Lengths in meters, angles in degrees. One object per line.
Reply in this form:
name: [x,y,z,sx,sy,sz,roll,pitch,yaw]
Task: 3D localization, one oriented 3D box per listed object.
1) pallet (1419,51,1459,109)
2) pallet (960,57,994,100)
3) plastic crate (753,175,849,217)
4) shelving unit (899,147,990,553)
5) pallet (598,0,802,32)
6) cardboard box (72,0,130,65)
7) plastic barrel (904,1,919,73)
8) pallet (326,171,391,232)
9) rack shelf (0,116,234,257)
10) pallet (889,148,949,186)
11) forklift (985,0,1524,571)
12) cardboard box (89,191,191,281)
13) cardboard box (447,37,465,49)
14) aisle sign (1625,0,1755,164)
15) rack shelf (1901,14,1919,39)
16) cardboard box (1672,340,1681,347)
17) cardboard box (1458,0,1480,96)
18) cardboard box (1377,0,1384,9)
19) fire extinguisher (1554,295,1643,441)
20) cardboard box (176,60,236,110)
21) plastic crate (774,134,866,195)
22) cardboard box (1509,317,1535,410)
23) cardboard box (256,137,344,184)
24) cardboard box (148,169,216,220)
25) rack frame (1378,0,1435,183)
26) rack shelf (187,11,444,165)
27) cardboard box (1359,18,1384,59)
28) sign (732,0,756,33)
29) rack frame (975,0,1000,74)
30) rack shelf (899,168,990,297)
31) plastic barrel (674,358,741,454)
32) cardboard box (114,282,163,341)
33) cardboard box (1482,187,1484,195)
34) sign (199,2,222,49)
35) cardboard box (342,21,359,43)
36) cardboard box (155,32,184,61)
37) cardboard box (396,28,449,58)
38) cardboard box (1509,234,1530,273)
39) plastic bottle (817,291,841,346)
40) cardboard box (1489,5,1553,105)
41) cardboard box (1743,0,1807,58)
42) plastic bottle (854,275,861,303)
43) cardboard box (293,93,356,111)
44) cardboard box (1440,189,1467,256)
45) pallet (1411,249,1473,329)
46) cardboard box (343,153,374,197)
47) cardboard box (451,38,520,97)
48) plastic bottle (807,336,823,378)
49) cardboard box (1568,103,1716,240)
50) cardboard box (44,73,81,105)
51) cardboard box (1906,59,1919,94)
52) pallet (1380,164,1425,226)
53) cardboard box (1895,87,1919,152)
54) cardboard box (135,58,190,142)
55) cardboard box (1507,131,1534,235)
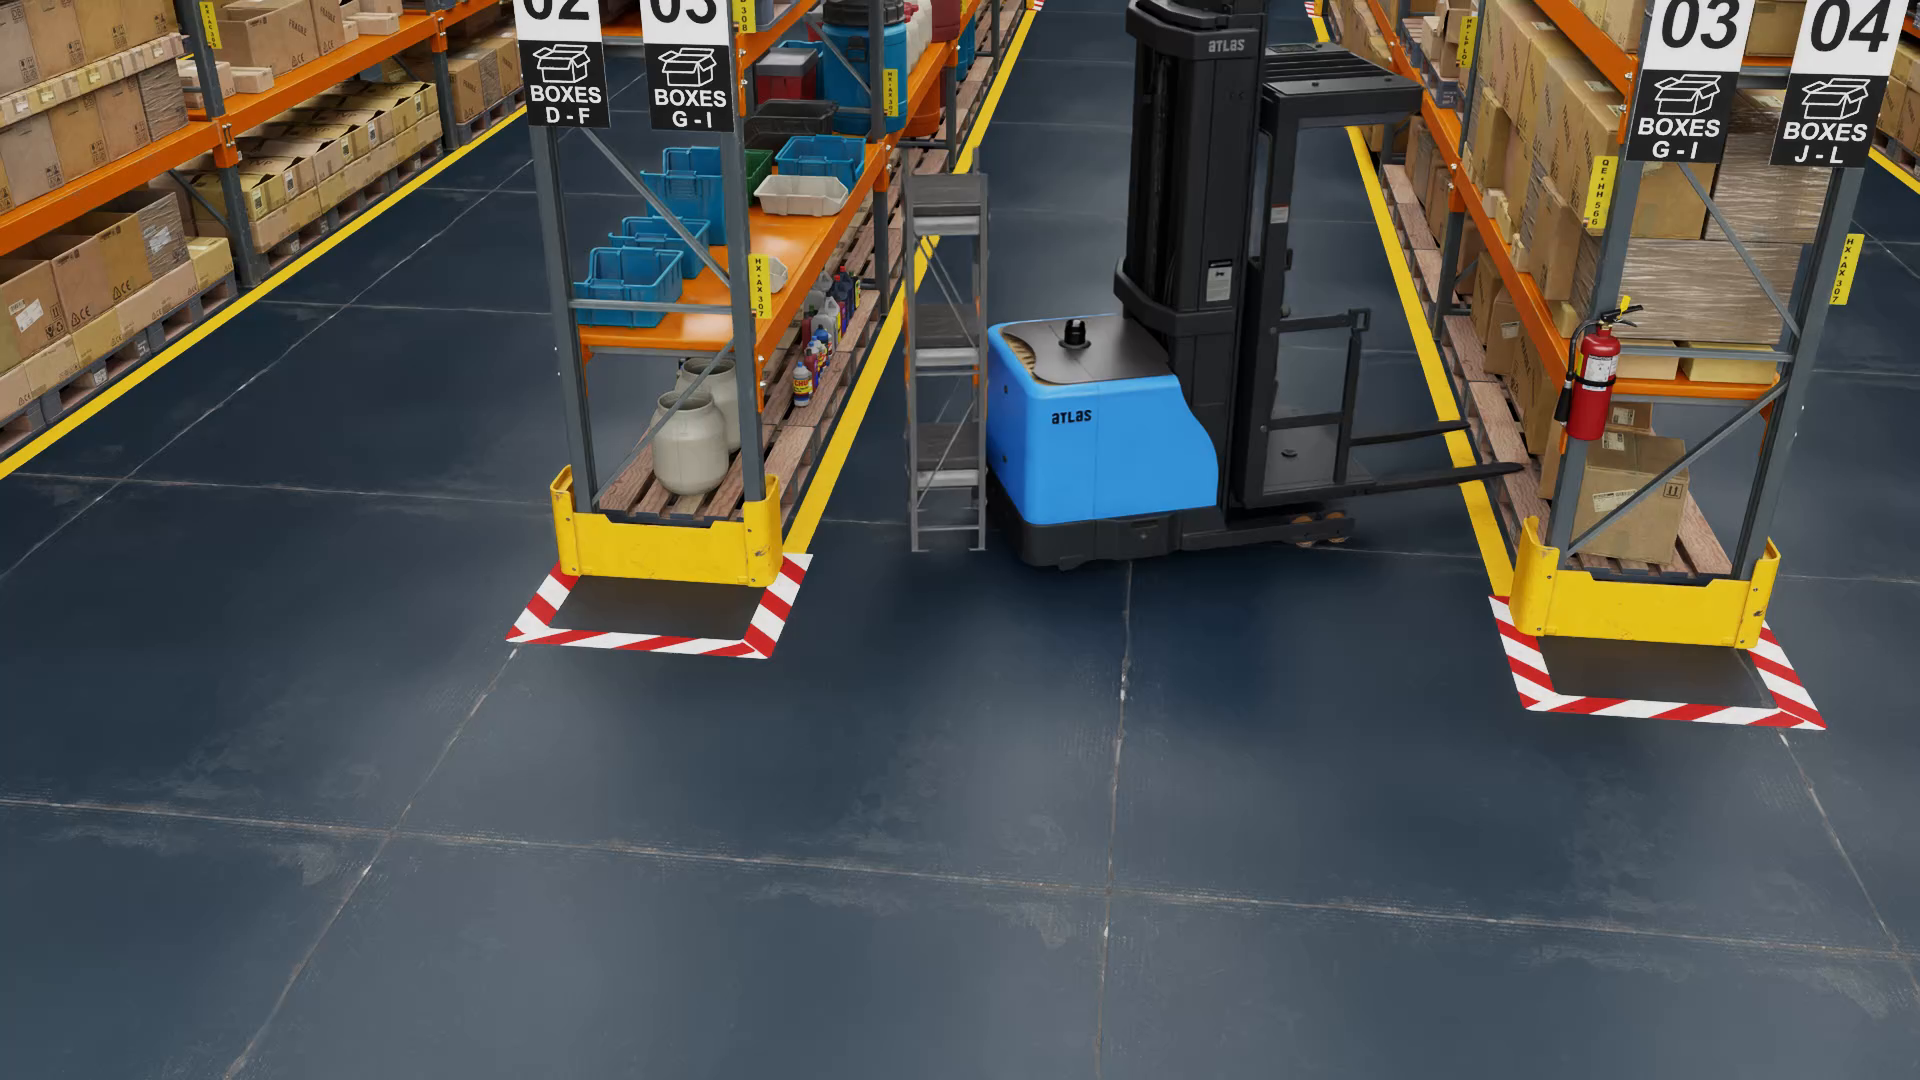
pallet: [4.177,-3.604,12.978,1.003,0.211,1.213,3,28,6]
pallet: [-0.182,-5.204,18.688,1.003,0.211,1.213,3,28,6]
plastic crate: [-0.974,-2.132,10.323,0.530,0.136,0.437,3,28,6]
shelving unit: [-0.082,-0.978,8.851,0.431,2.100,0.503,-2,28,-4]
pallet: [-1.318,-2.765,8.257,1.003,0.211,1.213,3,28,6]
cardboard box: [-6.051,-3.485,11.082,0.700,0.500,0.500,3,28,6]
plastic barrel: [-0.549,-4.074,13.505,0.433,0.535,0.433,0,28,0]
pallet: [-5.744,-3.014,14.622,1.003,0.211,1.213,3,28,6]
rack shelf: [-6.187,-2.059,10.667,1.077,0.370,4.000,3,28,6]
pallet: [-0.670,-3.320,15.190,1.003,0.211,1.213,3,28,6]
forklift: [1.694,-1.489,8.924,3.031,2.935,1.130,-7,29,-12]
cardboard box: [-5.855,-2.156,11.754,0.500,0.500,0.500,3,28,6]
cardboard box: [-5.507,-4.990,17.522,0.500,0.500,0.500,2,28,4]
aisle sign: [3.094,-1.989,7.039,0.394,0.787,0.004,3,28,6]
rack shelf: [9.534,-4.911,15.962,1.077,0.370,4.000,3,28,6]
cardboard box: [3.720,-0.983,8.176,0.380,0.149,0.250,3,28,6]
cardboard box: [4.125,-3.554,11.609,1.000,1.000,1.000,4,29,7]
cardboard box: [4.321,-5.392,15.990,0.500,0.500,0.500,2,28,5]
fire extinguisher: [2.928,-0.795,7.645,0.296,0.674,0.183,3,28,6]
cardboard box: [-5.925,-3.485,12.714,0.500,0.250,0.500,5,29,9]
plastic crate: [-0.893,-2.425,10.745,0.499,0.251,0.616,3,28,6]
cardboard box: [3.740,-1.071,10.268,0.500,0.500,0.500,1,28,2]
cardboard box: [-5.516,-3.197,13.887,0.500,0.311,0.500,2,28,5]
cardboard box: [-6.177,-2.745,13.048,0.500,0.311,0.500,3,28,6]
rack frame: [4.379,-4.622,14.667,1.000,3.000,0.127,3,28,6]
rack shelf: [-5.697,-3.941,14.162,1.077,0.370,4.000,3,28,6]
cardboard box: [4.601,-4.614,16.450,1.225,0.875,0.875,3,29,6]
sign: [-0.971,-2.435,7.435,0.100,0.325,0.005,3,28,6]
rack frame: [-0.046,-6.793,18.696,1.000,3.000,0.127,3,28,6]
rack shelf: [-0.082,-1.582,8.525,0.431,0.518,0.480,-2,28,-4]
plastic barrel: [-1.451,-0.784,9.723,0.421,0.512,0.421,0,28,0]
cardboard box: [-5.900,-1.589,11.493,0.500,0.250,0.500,3,28,6]
cardboard box: [3.496,-2.191,10.418,0.380,0.149,0.250,3,28,6]
sign: [-5.391,-3.701,11.961,0.100,0.325,0.005,3,28,6]
cardboard box: [-5.552,-4.485,14.678,0.380,0.149,0.250,5,29,10]
cardboard box: [-5.763,-3.506,11.806,0.380,0.149,0.250,3,28,6]
cardboard box: [-5.568,-5.104,16.942,0.500,0.250,0.500,4,29,8]
cardboard box: [3.309,-1.604,9.330,0.380,0.149,0.250,3,28,6]
plastic bottle: [-0.883,-1.492,11.187,0.144,0.351,0.185,3,28,6]
cardboard box: [3.522,-2.922,10.038,0.500,0.500,0.500,3,28,6]
cardboard box: [3.714,-2.323,7.394,0.500,0.250,0.500,4,29,8]
plastic bottle: [-0.762,-1.800,11.915,0.097,0.201,0.097,0,28,0]
cardboard box: [-5.864,-3.944,15.273,0.500,0.311,0.500,3,28,5]
cardboard box: [4.063,-2.344,12.609,0.700,0.500,0.500,3,28,6]
pallet: [3.983,-1.878,12.514,1.003,0.211,1.213,3,28,6]
cardboard box: [-5.459,-3.191,14.466,0.500,0.250,0.500,4,29,7]
cardboard box: [-4.988,-4.973,17.490,0.500,0.500,0.500,3,28,6]
plastic bottle: [-0.931,-1.181,10.692,0.097,0.271,0.097,0,28,0]
cardboard box: [3.221,-1.745,7.853,0.500,0.500,0.500,3,28,6]
cardboard box: [-5.920,-2.908,10.696,0.380,0.149,0.250,4,29,8]
cardboard box: [9.164,-4.276,15.427,0.500,0.250,0.500,4,29,7]
pallet: [4.282,-3.027,14.646,1.003,0.211,1.213,3,28,6]
cardboard box: [9.178,-3.940,15.593,0.500,0.500,0.500,4,29,8]
cardboard box: [-5.990,-3.152,11.832,0.700,0.500,0.500,3,28,5]
cardboard box: [3.613,-1.999,9.378,0.875,0.500,0.500,3,28,6]
